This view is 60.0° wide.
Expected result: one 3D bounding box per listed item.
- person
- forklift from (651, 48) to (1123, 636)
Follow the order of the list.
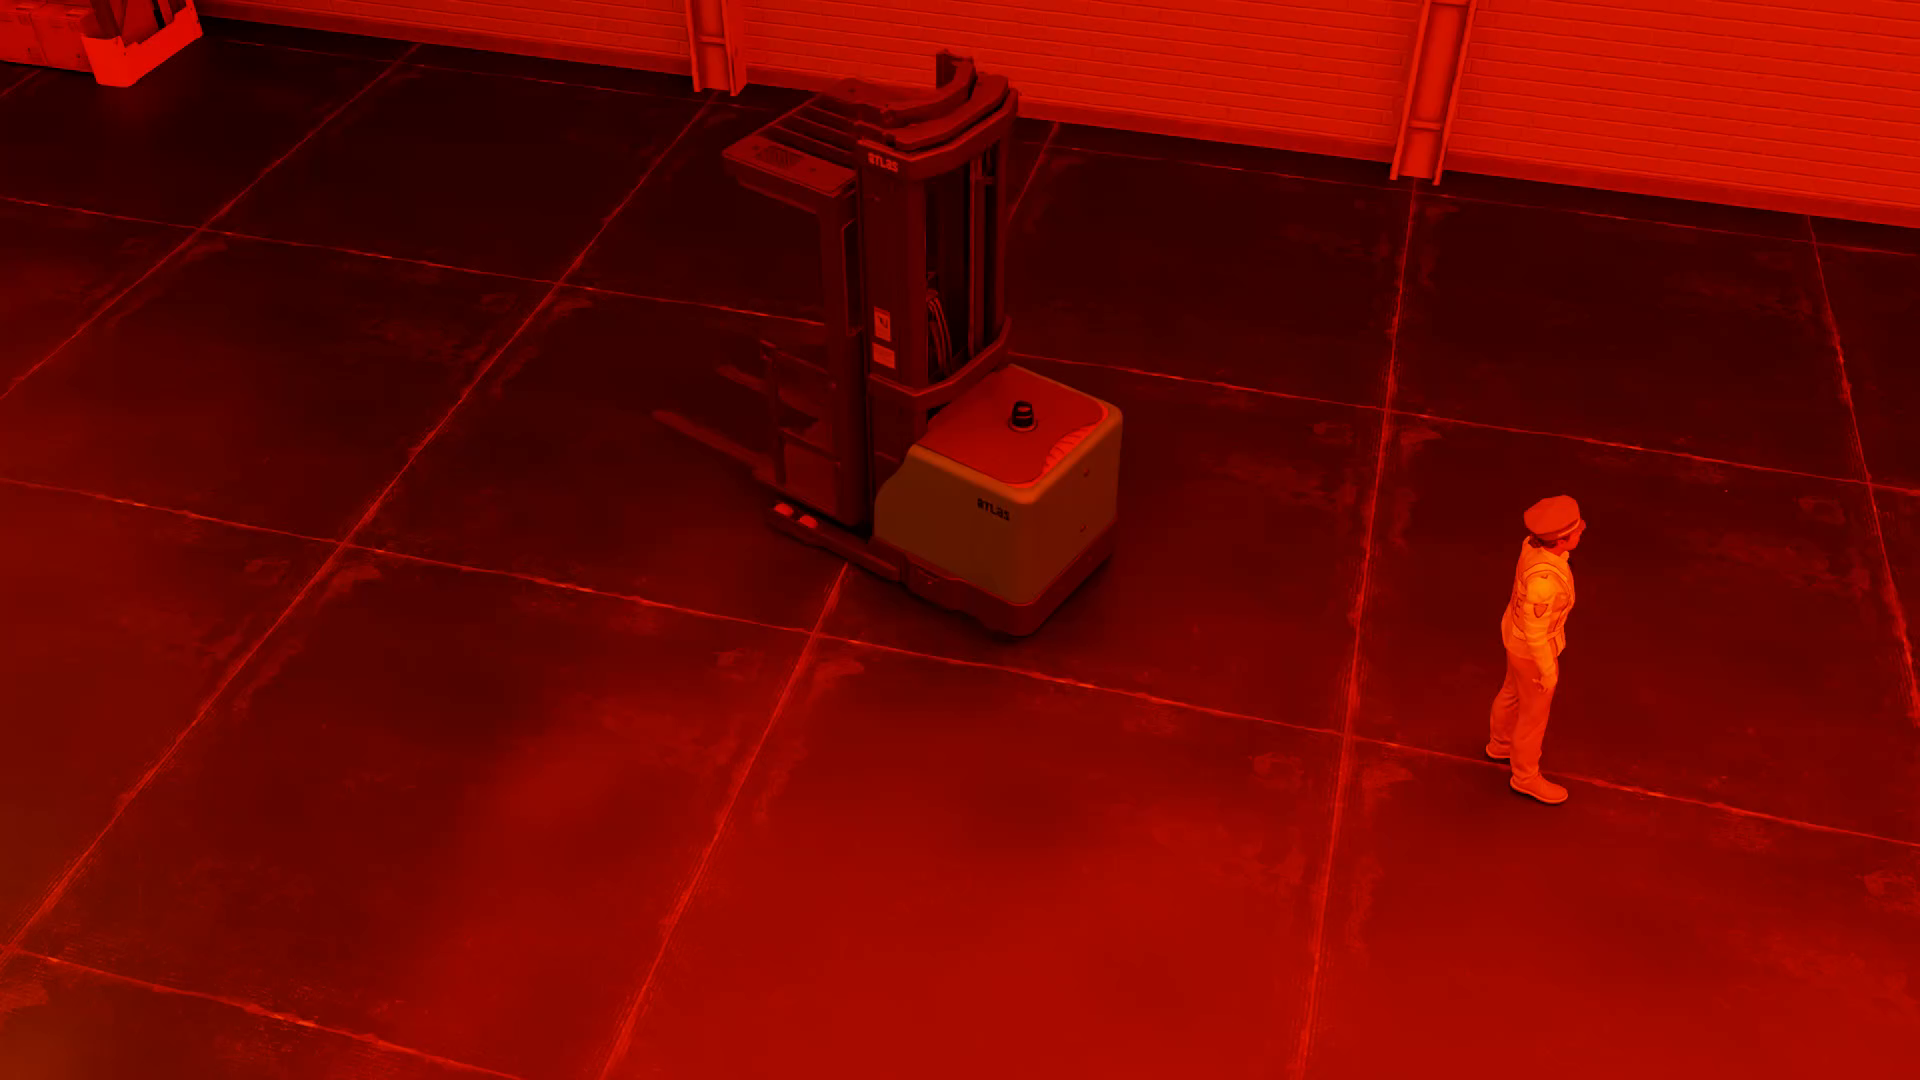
[{"bbox_3d":[2.901,0.508,8.209,0.531,1.695,0.587,7,42,8],"label":"person"},{"bbox_3d":[-0.565,-1.340,9.390,3.031,2.935,1.130,25,47,26],"label":"forklift"}]
